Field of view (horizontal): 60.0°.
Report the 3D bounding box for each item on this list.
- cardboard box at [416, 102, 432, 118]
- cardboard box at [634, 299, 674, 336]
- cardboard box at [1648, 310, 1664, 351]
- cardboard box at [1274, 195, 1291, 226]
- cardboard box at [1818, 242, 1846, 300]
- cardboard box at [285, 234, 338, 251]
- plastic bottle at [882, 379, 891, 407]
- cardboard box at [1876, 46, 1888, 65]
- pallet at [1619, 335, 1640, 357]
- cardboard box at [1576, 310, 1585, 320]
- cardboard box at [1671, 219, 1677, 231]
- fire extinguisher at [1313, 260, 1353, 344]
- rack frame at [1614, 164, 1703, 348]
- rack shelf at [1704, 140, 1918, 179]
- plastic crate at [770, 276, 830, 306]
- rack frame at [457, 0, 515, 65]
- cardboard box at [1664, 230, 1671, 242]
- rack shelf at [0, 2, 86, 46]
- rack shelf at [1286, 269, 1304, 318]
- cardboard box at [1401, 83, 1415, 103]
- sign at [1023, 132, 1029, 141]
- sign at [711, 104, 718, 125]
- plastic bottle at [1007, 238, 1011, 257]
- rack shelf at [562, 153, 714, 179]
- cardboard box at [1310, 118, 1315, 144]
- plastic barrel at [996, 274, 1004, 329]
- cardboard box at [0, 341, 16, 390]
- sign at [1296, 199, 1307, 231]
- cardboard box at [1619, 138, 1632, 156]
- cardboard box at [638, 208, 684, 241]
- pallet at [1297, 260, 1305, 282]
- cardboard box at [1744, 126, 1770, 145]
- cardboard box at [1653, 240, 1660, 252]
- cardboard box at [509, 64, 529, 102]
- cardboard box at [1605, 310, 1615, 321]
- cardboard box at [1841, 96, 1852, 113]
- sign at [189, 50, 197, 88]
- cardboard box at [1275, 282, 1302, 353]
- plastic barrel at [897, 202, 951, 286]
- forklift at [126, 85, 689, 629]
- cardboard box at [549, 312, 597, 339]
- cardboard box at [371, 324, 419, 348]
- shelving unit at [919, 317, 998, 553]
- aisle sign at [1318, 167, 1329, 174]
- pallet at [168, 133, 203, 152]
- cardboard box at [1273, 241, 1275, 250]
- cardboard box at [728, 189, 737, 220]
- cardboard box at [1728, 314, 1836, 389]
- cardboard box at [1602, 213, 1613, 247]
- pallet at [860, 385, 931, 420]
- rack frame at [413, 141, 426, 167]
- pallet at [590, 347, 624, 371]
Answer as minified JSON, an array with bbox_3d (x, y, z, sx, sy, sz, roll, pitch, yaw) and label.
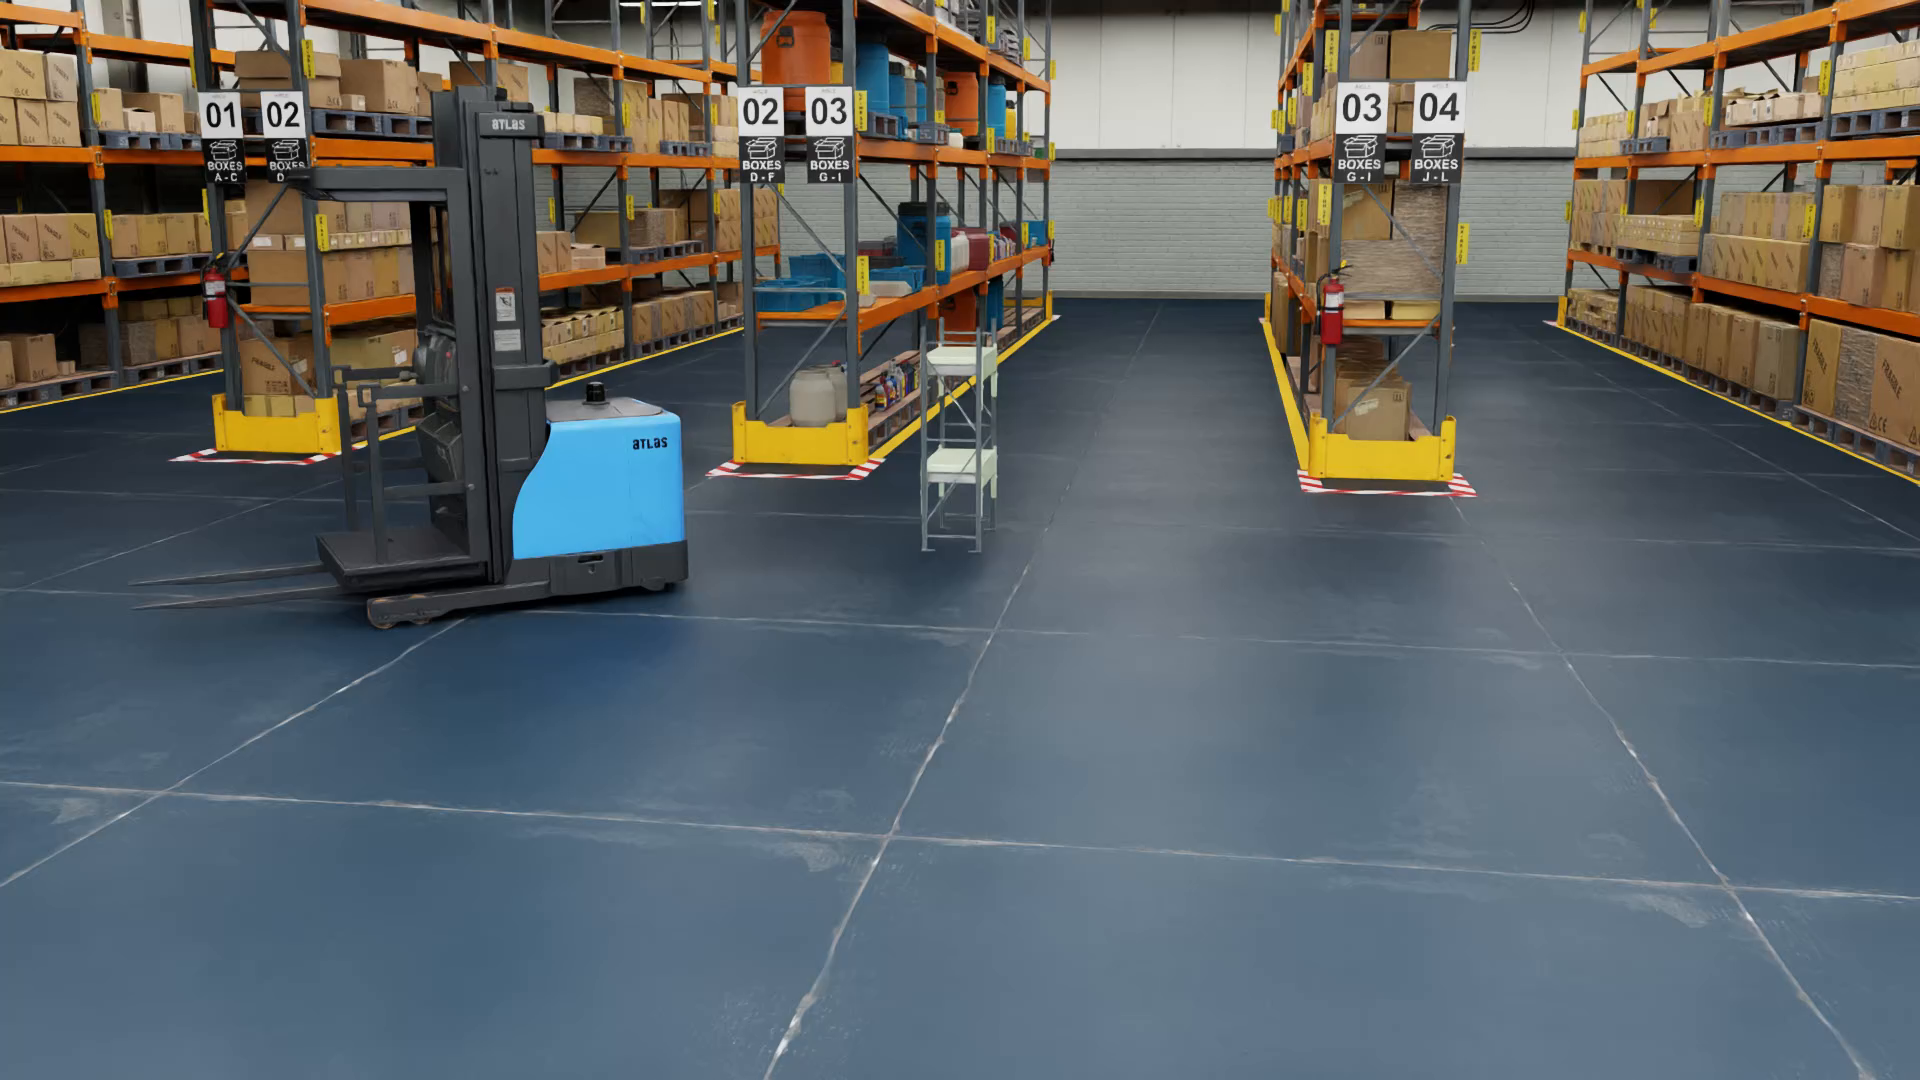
[{"bbox_3d":[-5.569,-4.503,17.417,0.380,0.149,0.250,2,12,9],"label":"cardboard box"},{"bbox_3d":[-4.529,-3.271,24.439,0.500,0.500,0.500,2,12,8],"label":"cardboard box"},{"bbox_3d":[9.626,-2.823,22.407,0.500,0.500,0.500,1,12,6],"label":"cardboard box"},{"bbox_3d":[5.488,-5.458,27.568,0.500,0.500,0.500,2,12,7],"label":"cardboard box"},{"bbox_3d":[8.974,-2.639,16.262,0.875,0.550,0.550,2,12,9],"label":"cardboard box"},{"bbox_3d":[-5.996,-2.754,15.376,0.380,0.149,0.250,2,12,8],"label":"cardboard box"},{"bbox_3d":[-0.736,-1.472,16.636,0.097,0.271,0.097,0,12,0],"label":"plastic bottle"},{"bbox_3d":[8.473,-4.353,14.922,0.380,0.149,0.250,2,12,9],"label":"cardboard box"},{"bbox_3d":[10.131,-2.783,23.904,1.003,0.211,1.213,2,12,9],"label":"pallet"},{"bbox_3d":[10.330,-3.695,27.288,0.380,0.149,0.250,2,12,9],"label":"cardboard box"},{"bbox_3d":[9.298,-4.018,21.203,0.380,0.149,0.250,2,12,8],"label":"cardboard box"},{"bbox_3d":[3.046,-1.945,13.582,0.296,0.674,0.183,2,12,9],"label":"fire extinguisher"},{"bbox_3d":[10.250,-4.308,24.363,1.000,3.000,0.127,2,12,9],"label":"rack frame"},{"bbox_3d":[9.327,-4.174,18.327,1.077,0.370,4.000,2,12,9],"label":"rack shelf"},{"bbox_3d":[-1.488,-2.328,15.530,0.499,0.251,0.408,2,12,9],"label":"plastic crate"},{"bbox_3d":[-8.704,-8.737,30.672,1.000,3.000,0.127,2,12,9],"label":"rack frame"},{"bbox_3d":[9.338,-3.931,21.508,0.380,0.149,0.250,2,12,10],"label":"cardboard box"},{"bbox_3d":[-10.857,-5.469,17.225,1.077,0.370,4.000,2,12,9],"label":"rack shelf"},{"bbox_3d":[4.442,-2.889,19.486,1.077,0.370,4.000,2,12,9],"label":"rack shelf"},{"bbox_3d":[3.790,-3.629,13.504,0.380,0.149,0.250,2,12,8],"label":"cardboard box"},{"bbox_3d":[1.014,-6.103,25.549,0.100,0.325,0.005,2,12,9],"label":"sign"},{"bbox_3d":[-3.875,-6.706,26.207,0.100,0.325,0.005,2,12,9],"label":"sign"},{"bbox_3d":[0.739,-4.451,25.304,0.061,0.283,0.133,2,12,9],"label":"plastic bottle"},{"bbox_3d":[-4.731,-5.510,24.527,1.077,0.370,4.000,2,12,9],"label":"rack shelf"},{"bbox_3d":[3.812,-4.132,16.782,0.500,0.250,0.500,1,12,6],"label":"cardboard box"},{"bbox_3d":[0.370,-3.717,25.605,0.600,0.901,0.708,2,12,9],"label":"plastic barrel"},{"bbox_3d":[-10.719,-1.877,17.973,0.700,0.500,0.500,1,12,5],"label":"cardboard box"},{"bbox_3d":[3.585,-3.408,17.437,0.100,0.325,0.005,2,12,9],"label":"sign"},{"bbox_3d":[10.058,-5.812,24.577,0.500,0.250,0.500,2,12,10],"label":"cardboard box"},{"bbox_3d":[-4.717,-4.974,26.220,0.700,0.500,0.500,-2,12,-10],"label":"cardboard box"},{"bbox_3d":[4.485,-3.150,19.444,1.003,0.211,1.213,2,12,9],"label":"pallet"},{"bbox_3d":[9.985,-5.101,20.684,0.500,0.500,0.500,2,12,9],"label":"cardboard box"},{"bbox_3d":[9.417,-3.888,22.016,0.380,0.149,0.250,1,12,6],"label":"cardboard box"},{"bbox_3d":[-5.455,-5.357,19.692,0.500,0.500,0.500,3,13,14],"label":"cardboard box"},{"bbox_3d":[10.013,-3.398,25.203,0.380,0.149,0.250,1,12,6],"label":"cardboard box"},{"bbox_3d":[8.590,-4.122,15.740,0.380,0.149,0.250,2,12,9],"label":"cardboard box"},{"bbox_3d":[-6.803,-4.194,14.802,0.100,0.325,0.005,2,12,9],"label":"sign"},{"bbox_3d":[4.876,-2.967,22.186,1.225,0.875,0.875,1,12,6],"label":"cardboard box"},{"bbox_3d":[-0.401,-3.300,18.498,0.600,0.901,0.708,2,12,9],"label":"plastic barrel"},{"bbox_3d":[-3.190,-1.068,9.490,3.031,2.935,1.130,-7,14,-28],"label":"forklift"},{"bbox_3d":[-5.030,-2.784,21.489,0.500,0.311,0.500,2,12,8],"label":"cardboard box"},{"bbox_3d":[-5.734,-1.958,17.208,0.500,0.500,0.500,2,12,9],"label":"cardboard box"},{"bbox_3d":[-0.001,-0.732,11.329,0.431,1.500,0.755,2,12,9],"label":"shelving unit"},{"bbox_3d":[6.287,-6.598,28.820,0.394,0.787,0.004,2,12,9],"label":"aisle sign"},{"bbox_3d":[-10.193,-5.021,20.999,1.213,0.211,1.003,2,12,9],"label":"pallet"},{"bbox_3d":[5.443,-4.922,27.810,0.380,0.149,0.250,2,12,8],"label":"cardboard box"},{"bbox_3d":[-3.994,-5.545,27.495,0.500,0.500,0.500,1,12,7],"label":"cardboard box"},{"bbox_3d":[9.178,-2.081,18.373,1.050,0.750,0.750,2,12,9],"label":"cardboard box"},{"bbox_3d":[10.126,-4.720,25.332,0.500,0.500,0.500,2,12,7],"label":"cardboard box"},{"bbox_3d":[-0.905,-1.483,17.875,1.003,0.211,1.213,2,12,9],"label":"pallet"},{"bbox_3d":[-5.654,-3.146,18.972,1.000,3.000,0.127,2,12,9],"label":"rack frame"},{"bbox_3d":[-5.204,-2.446,22.340,1.003,0.211,1.213,2,12,9],"label":"pallet"}]
